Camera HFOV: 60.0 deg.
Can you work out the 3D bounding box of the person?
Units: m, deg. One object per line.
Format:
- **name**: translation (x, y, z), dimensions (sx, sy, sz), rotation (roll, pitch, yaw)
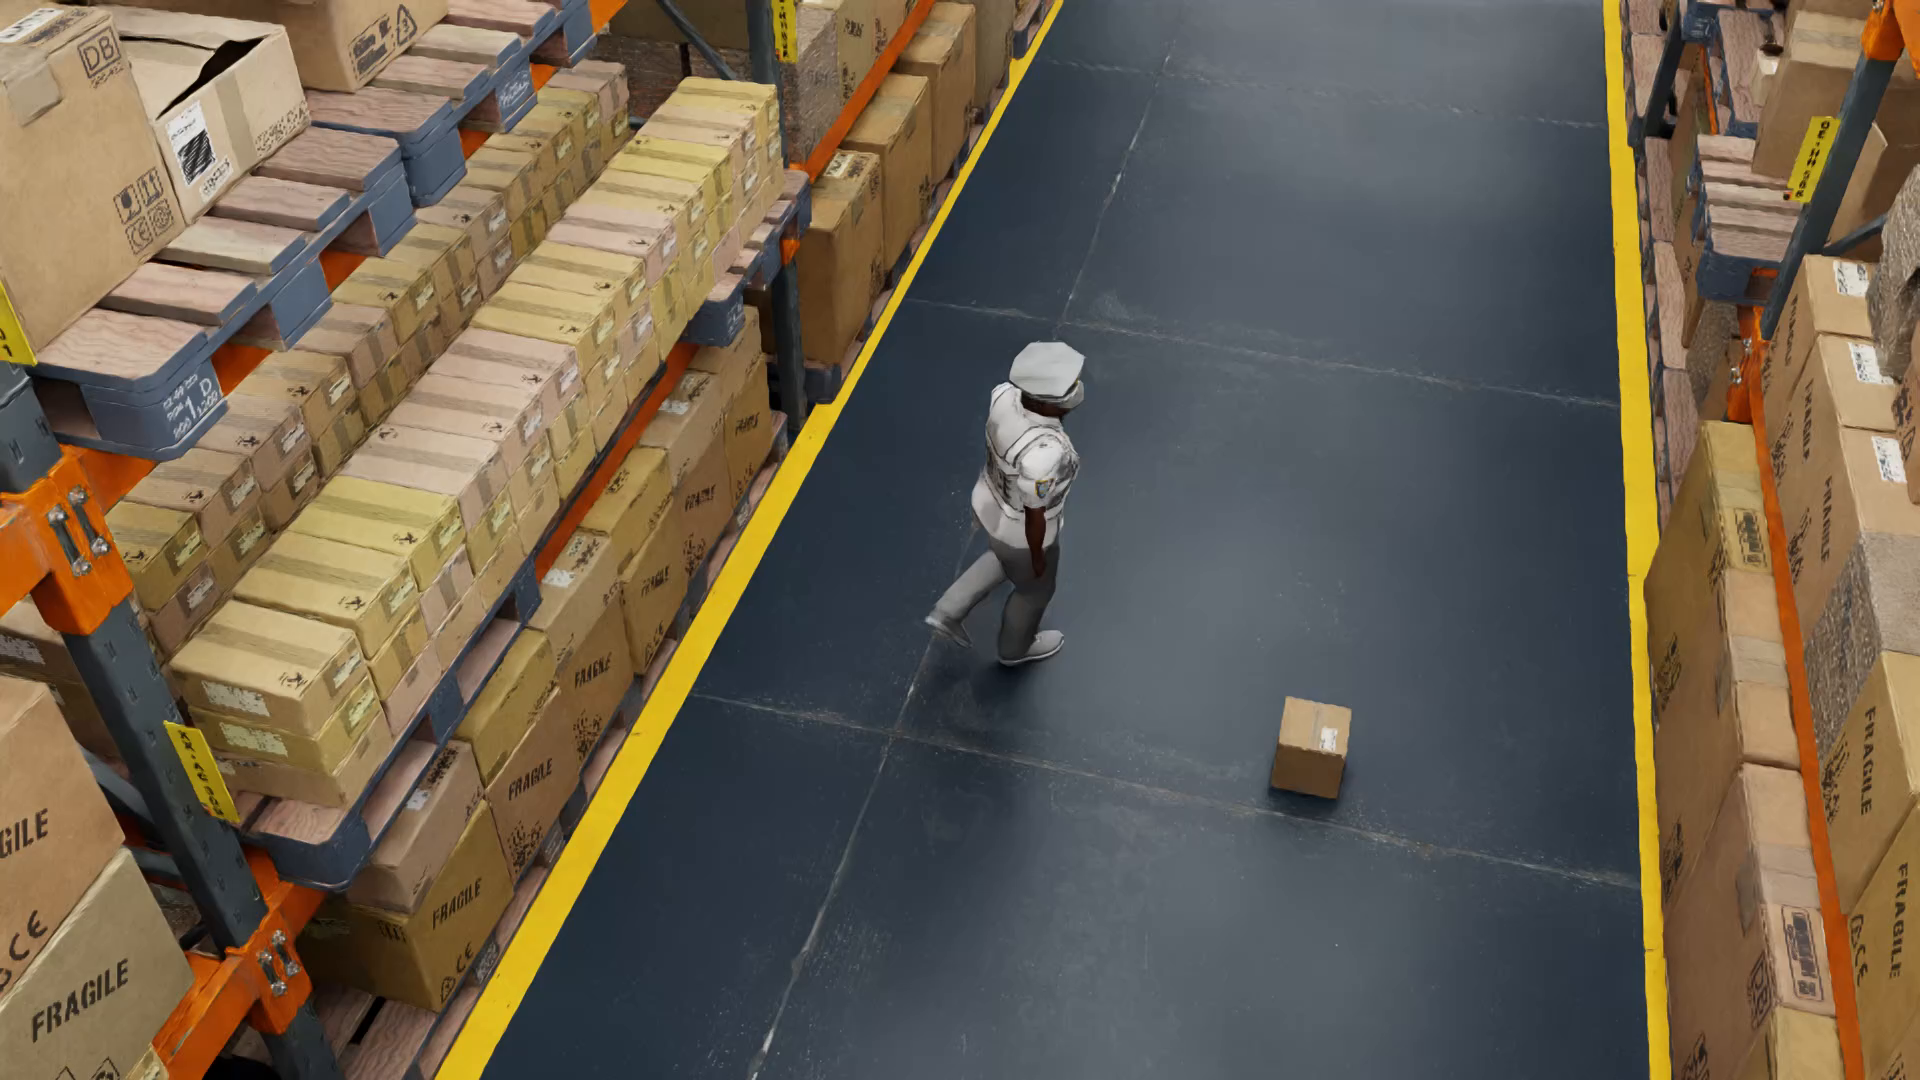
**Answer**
- **person**: translation (0.191, -0.058, 6.237), dimensions (0.591, 1.636, 0.521), rotation (-14, 43, -16)
